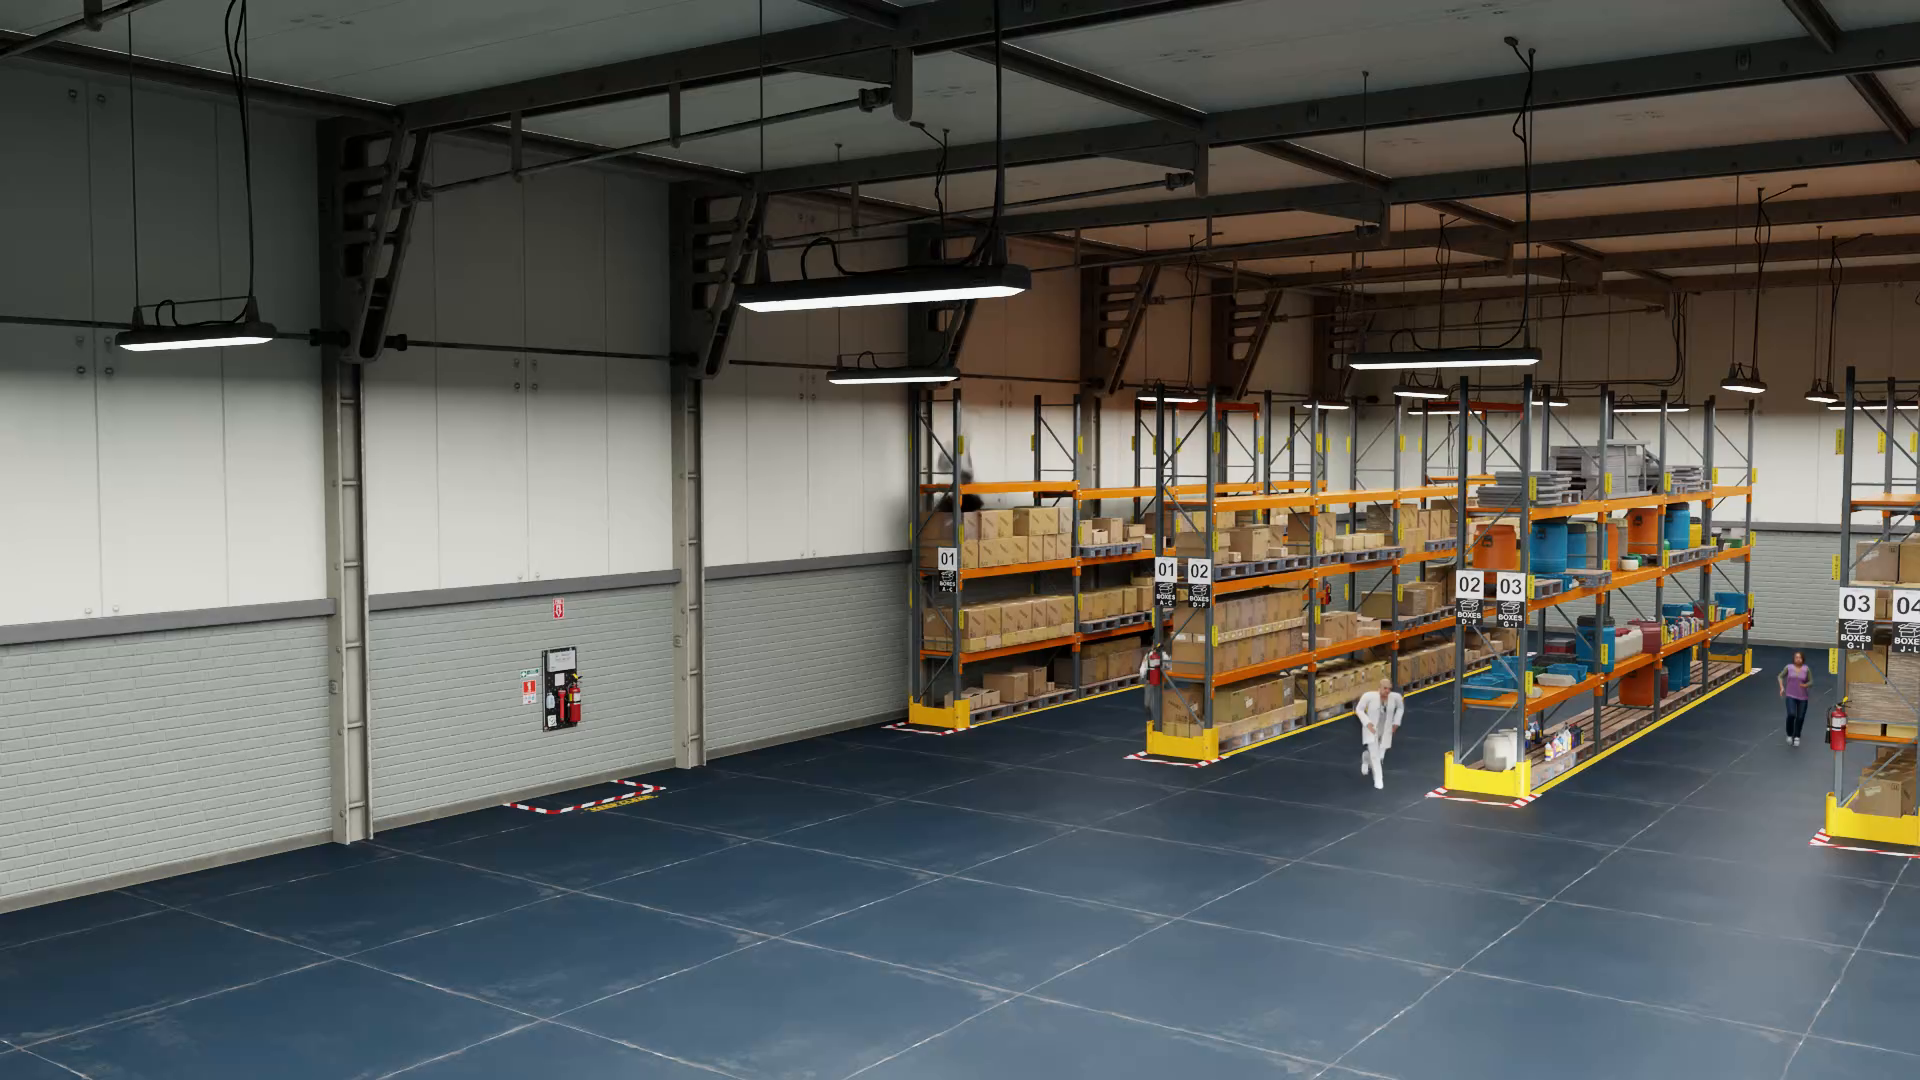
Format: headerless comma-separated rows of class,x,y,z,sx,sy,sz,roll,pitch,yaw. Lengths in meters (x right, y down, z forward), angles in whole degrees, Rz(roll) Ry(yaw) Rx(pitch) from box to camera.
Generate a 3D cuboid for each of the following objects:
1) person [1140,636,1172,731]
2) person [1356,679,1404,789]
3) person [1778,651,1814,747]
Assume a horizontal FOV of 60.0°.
person,3.450,2.506,29.215,0.625,1.654,0.723,2,4,32
person,6.150,2.814,24.491,0.722,1.657,0.974,0,3,-1
person,13.827,2.632,27.504,0.505,1.592,0.662,1,3,20
